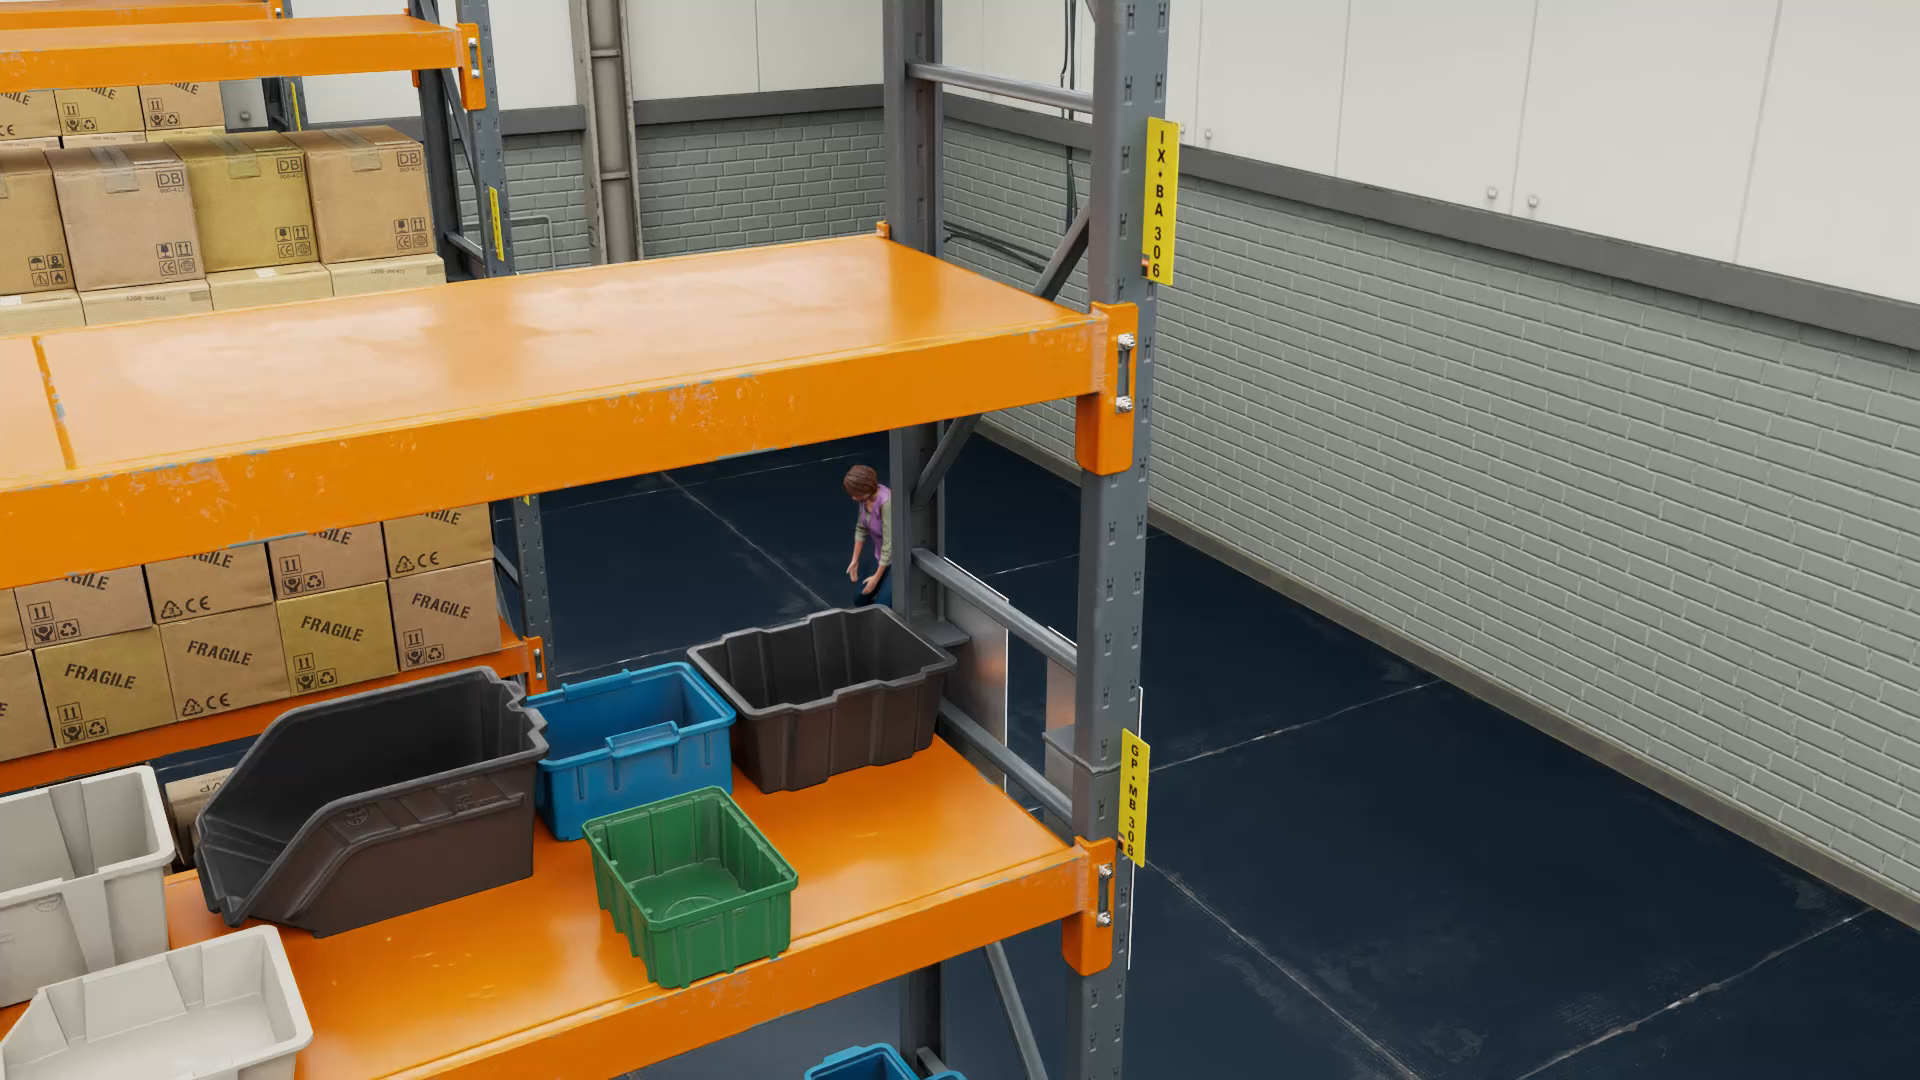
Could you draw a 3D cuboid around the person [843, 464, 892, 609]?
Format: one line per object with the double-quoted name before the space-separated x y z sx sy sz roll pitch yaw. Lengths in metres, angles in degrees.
"person" -0.501 0.169 10.905 0.540 1.444 0.454 -12 25 -28
